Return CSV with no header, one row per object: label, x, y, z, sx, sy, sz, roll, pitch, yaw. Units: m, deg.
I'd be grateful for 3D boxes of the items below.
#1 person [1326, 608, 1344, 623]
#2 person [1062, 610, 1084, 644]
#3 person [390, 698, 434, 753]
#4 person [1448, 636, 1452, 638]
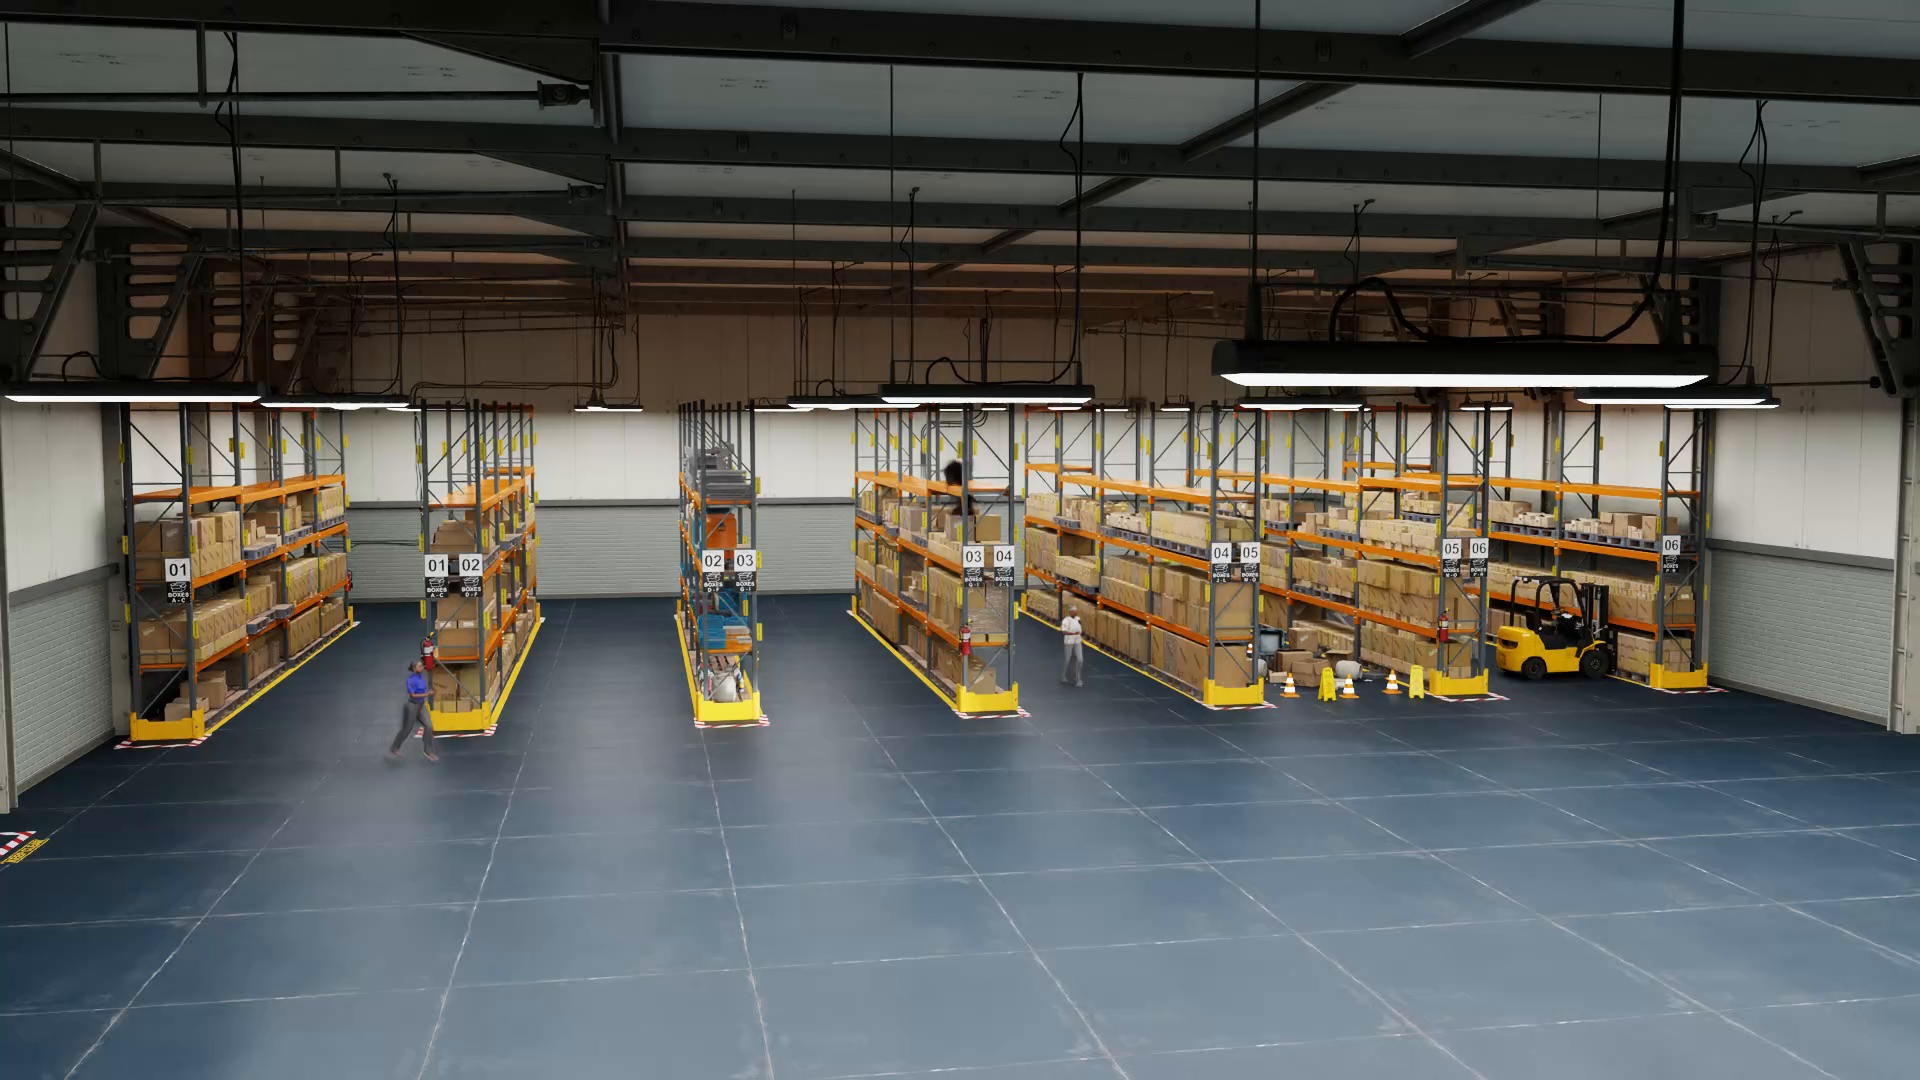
person,9.864,1.627,43.840,0.636,1.416,0.702,-2,5,-25
person,2.412,1.814,35.078,0.556,0.844,0.658,-2,5,-22
person,-9.054,3.053,27.467,0.707,0.925,0.370,1,4,14
person,11.592,1.943,40.086,0.390,1.541,0.899,-2,5,-21
